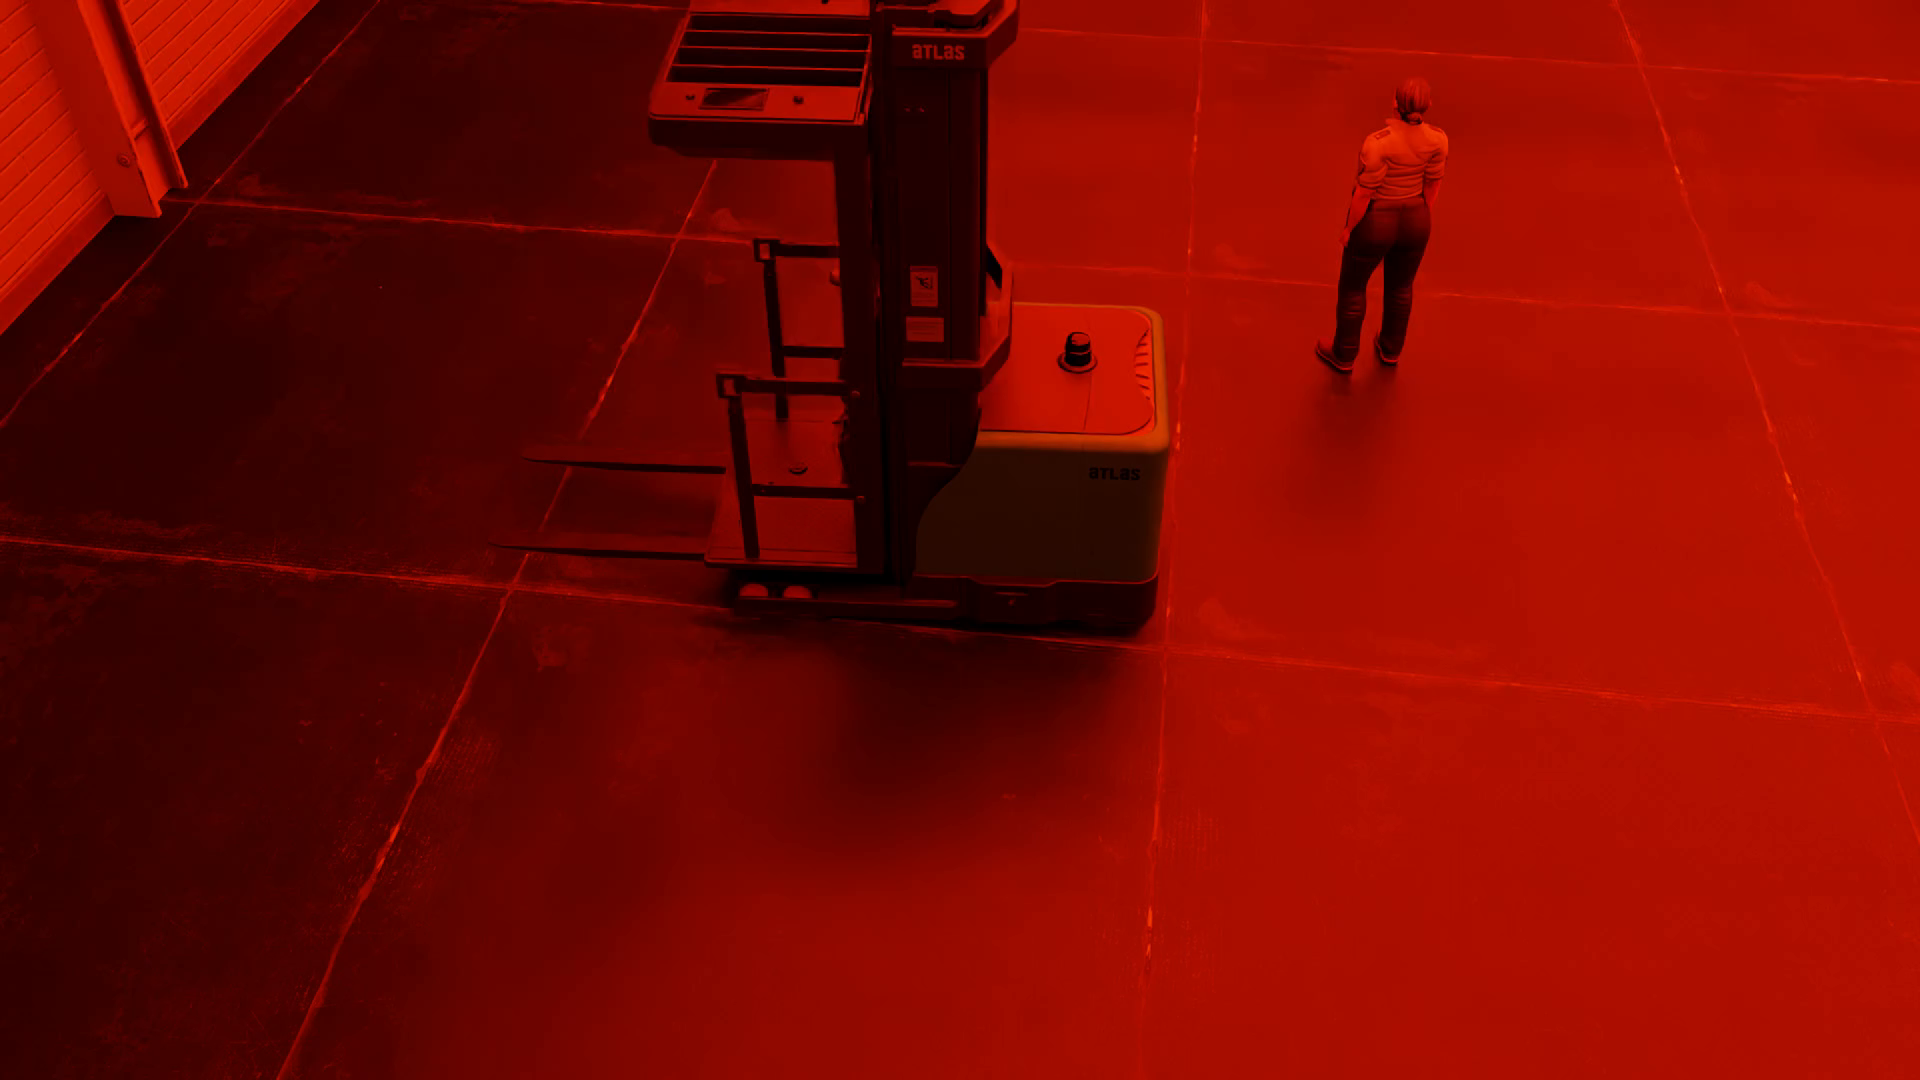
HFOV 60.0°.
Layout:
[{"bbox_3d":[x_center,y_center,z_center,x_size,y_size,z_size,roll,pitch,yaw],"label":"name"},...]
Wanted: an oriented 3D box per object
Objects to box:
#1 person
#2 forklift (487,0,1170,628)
[{"bbox_3d":[2.160,-1.592,8.412,0.481,1.650,0.359,-8,43,-9],"label":"person"},{"bbox_3d":[-0.616,-1.069,6.888,3.031,2.935,1.130,2,43,2],"label":"forklift"}]
